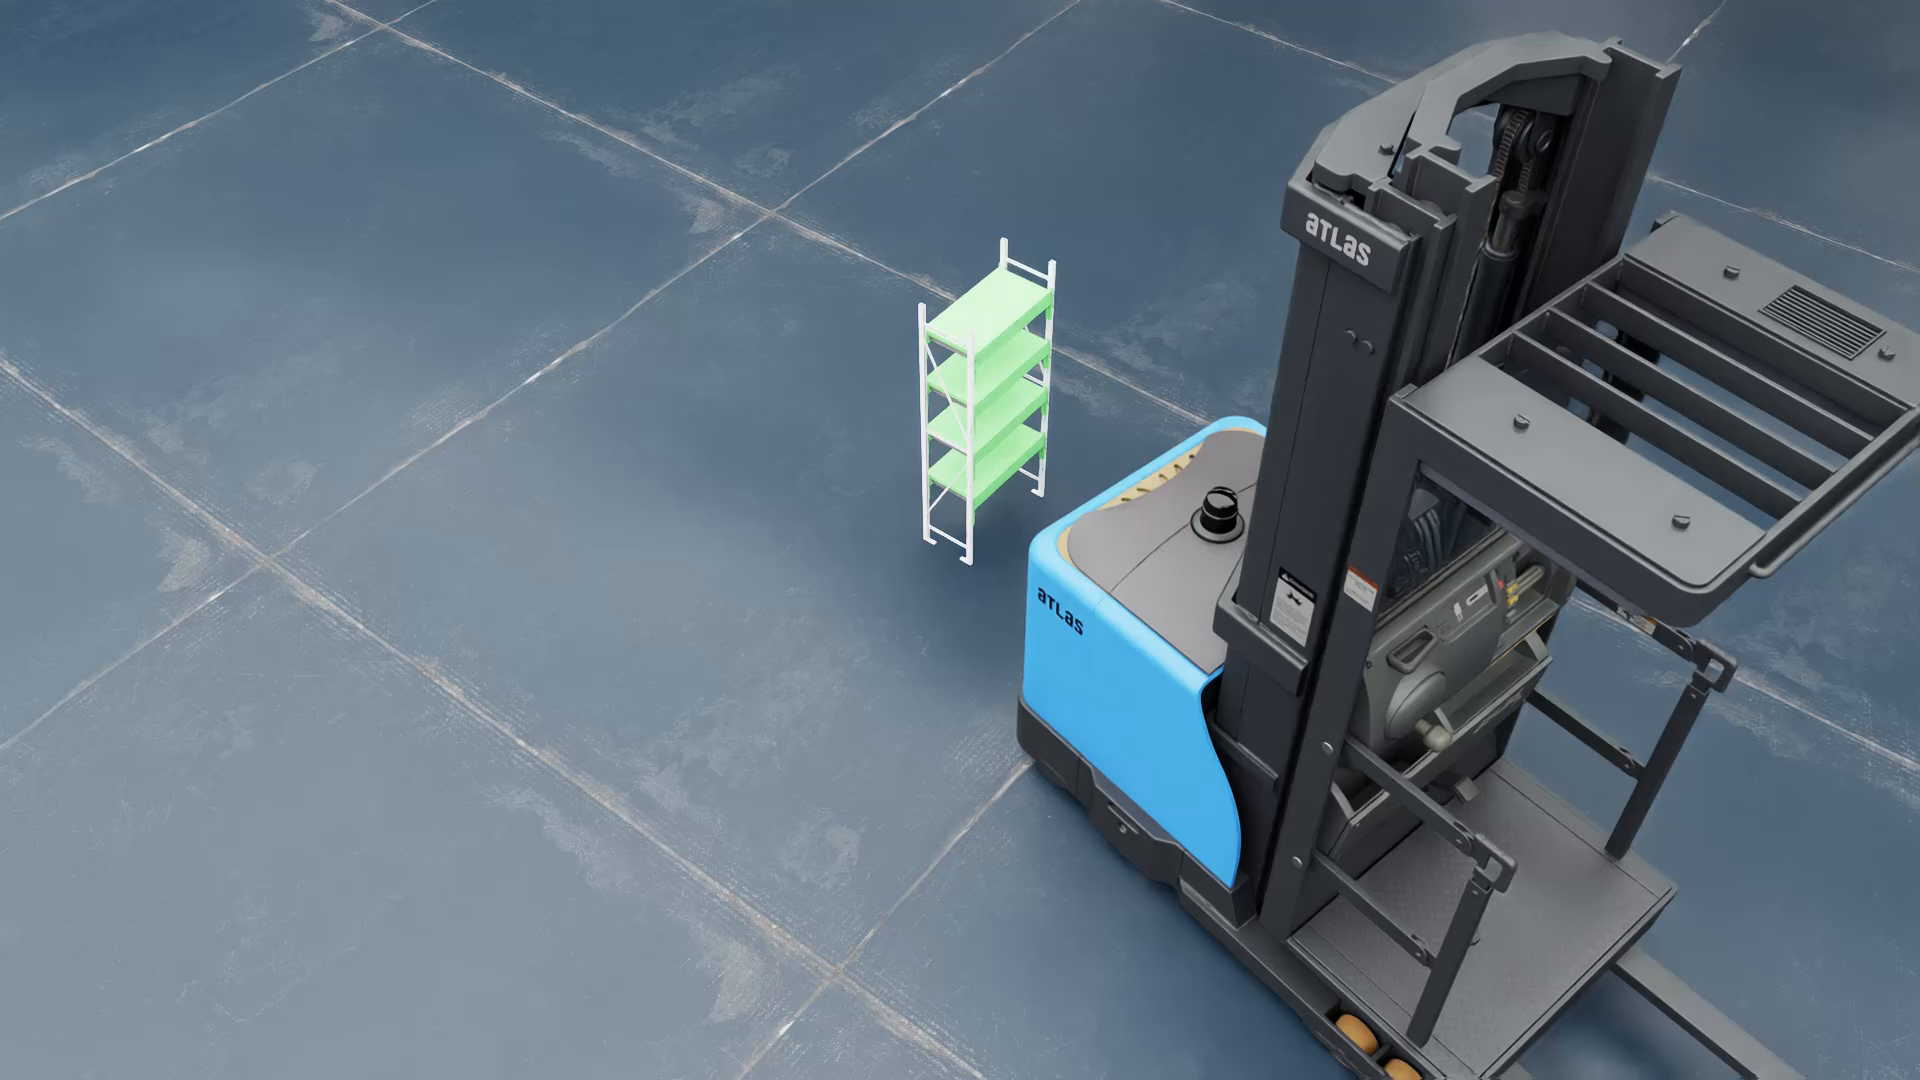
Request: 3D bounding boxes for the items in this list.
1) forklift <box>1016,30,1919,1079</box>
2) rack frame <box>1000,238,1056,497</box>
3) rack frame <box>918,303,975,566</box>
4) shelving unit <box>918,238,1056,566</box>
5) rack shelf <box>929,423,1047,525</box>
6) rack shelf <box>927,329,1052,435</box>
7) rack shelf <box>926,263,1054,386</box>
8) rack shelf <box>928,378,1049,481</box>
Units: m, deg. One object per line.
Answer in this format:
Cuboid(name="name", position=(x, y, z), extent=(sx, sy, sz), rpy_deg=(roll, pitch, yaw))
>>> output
Cuboid(name="forklift", position=(1.539, 0.316, 4.421), extent=(1.130, 2.935, 3.031), rpy_deg=(-32, 54, -27))
Cuboid(name="rack frame", position=(0.250, -0.649, 6.540), extent=(0.240, 1.200, 0.015), rpy_deg=(29, 53, 25))
Cuboid(name="rack frame", position=(-0.048, -0.370, 6.273), extent=(0.240, 1.200, 0.015), rpy_deg=(29, 53, 25))
Cuboid(name="shelving unit", position=(0.101, -0.509, 6.407), extent=(0.258, 1.200, 0.503), rpy_deg=(29, 53, 25))
Cuboid(name="rack shelf", position=(0.101, -0.299, 6.626), extent=(0.258, 0.148, 0.480), rpy_deg=(29, 53, 25))
Cuboid(name="rack shelf", position=(0.101, -0.631, 6.279), extent=(0.258, 0.148, 0.480), rpy_deg=(29, 53, 25))
Cuboid(name="rack shelf", position=(0.101, -0.797, 6.106), extent=(0.258, 0.148, 0.480), rpy_deg=(29, 53, 25))
Cuboid(name="rack shelf", position=(0.101, -0.465, 6.453), extent=(0.258, 0.148, 0.480), rpy_deg=(29, 53, 25))
